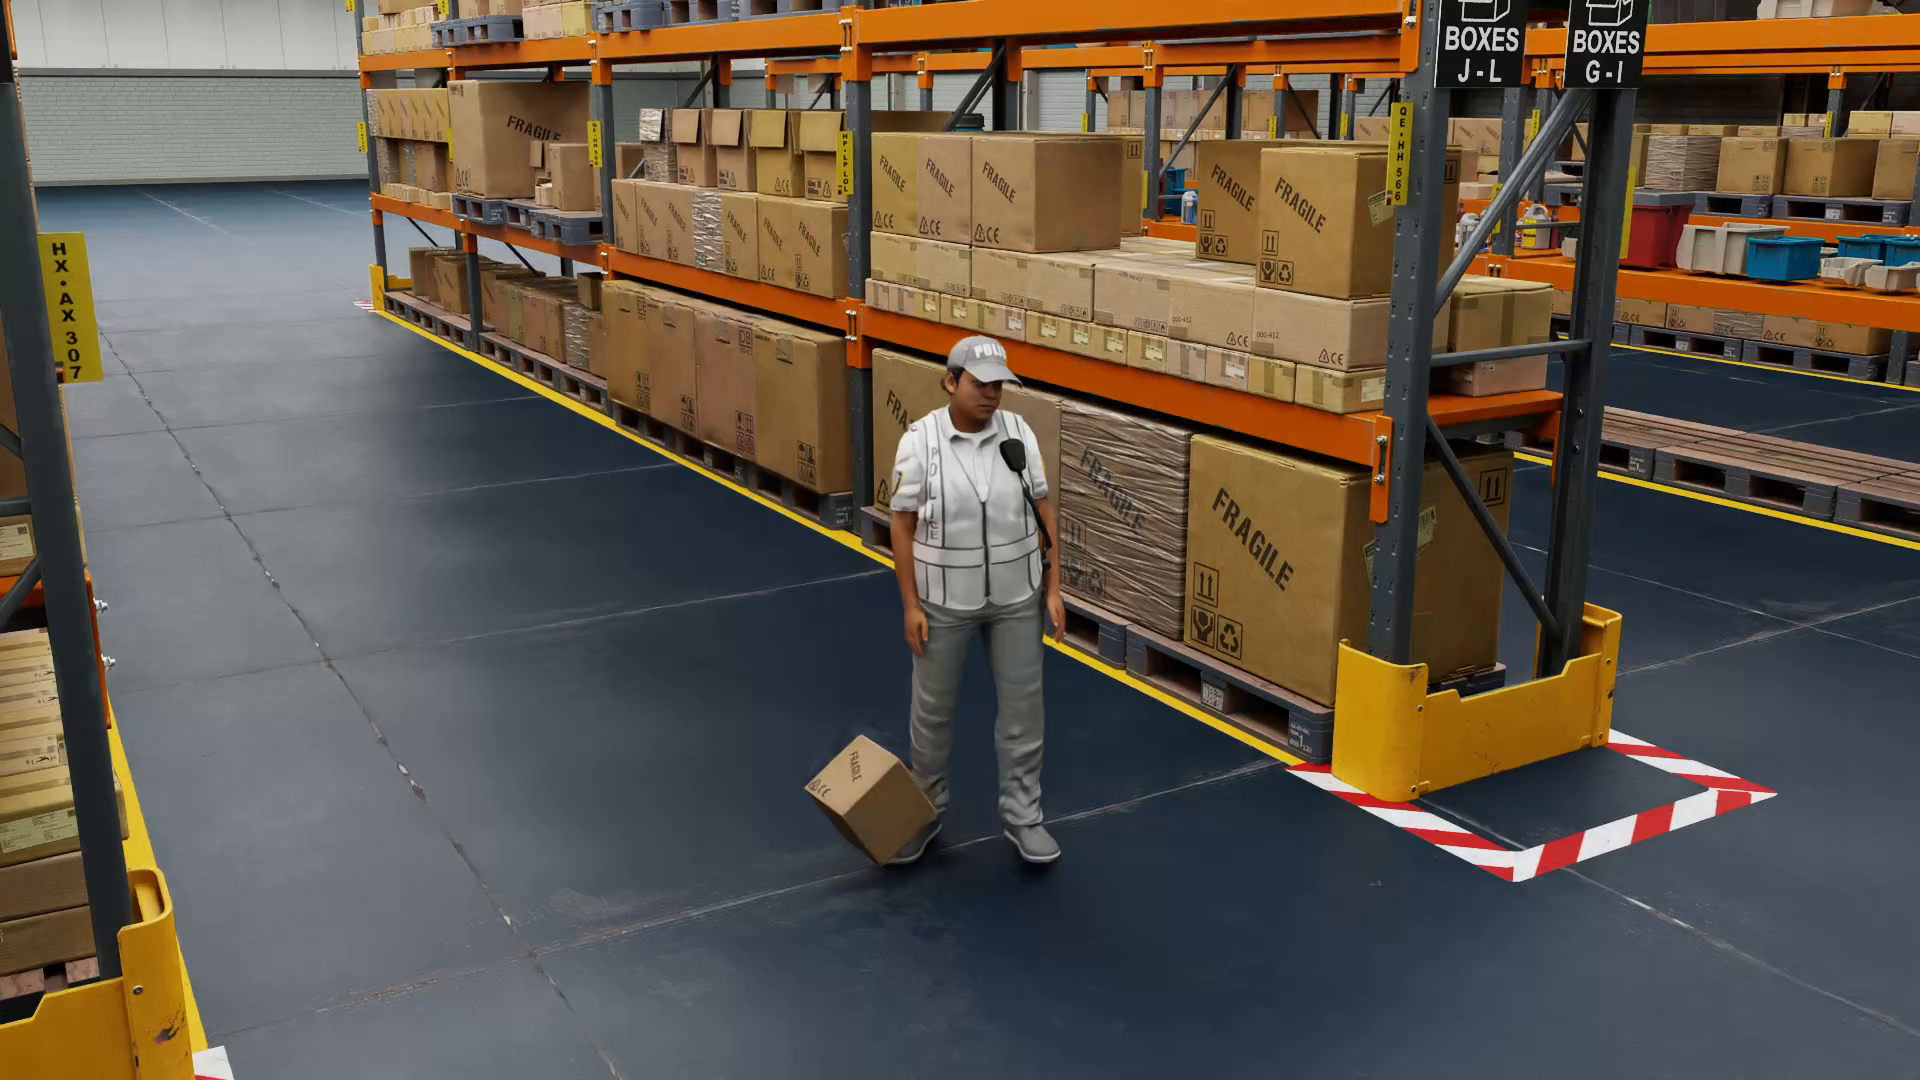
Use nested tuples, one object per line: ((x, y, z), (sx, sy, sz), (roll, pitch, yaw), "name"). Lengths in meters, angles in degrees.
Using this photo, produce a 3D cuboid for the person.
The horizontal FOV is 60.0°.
((0.033, 0.201, 5.174), (0.578, 1.673, 0.445), (-3, 15, -10), "person")
